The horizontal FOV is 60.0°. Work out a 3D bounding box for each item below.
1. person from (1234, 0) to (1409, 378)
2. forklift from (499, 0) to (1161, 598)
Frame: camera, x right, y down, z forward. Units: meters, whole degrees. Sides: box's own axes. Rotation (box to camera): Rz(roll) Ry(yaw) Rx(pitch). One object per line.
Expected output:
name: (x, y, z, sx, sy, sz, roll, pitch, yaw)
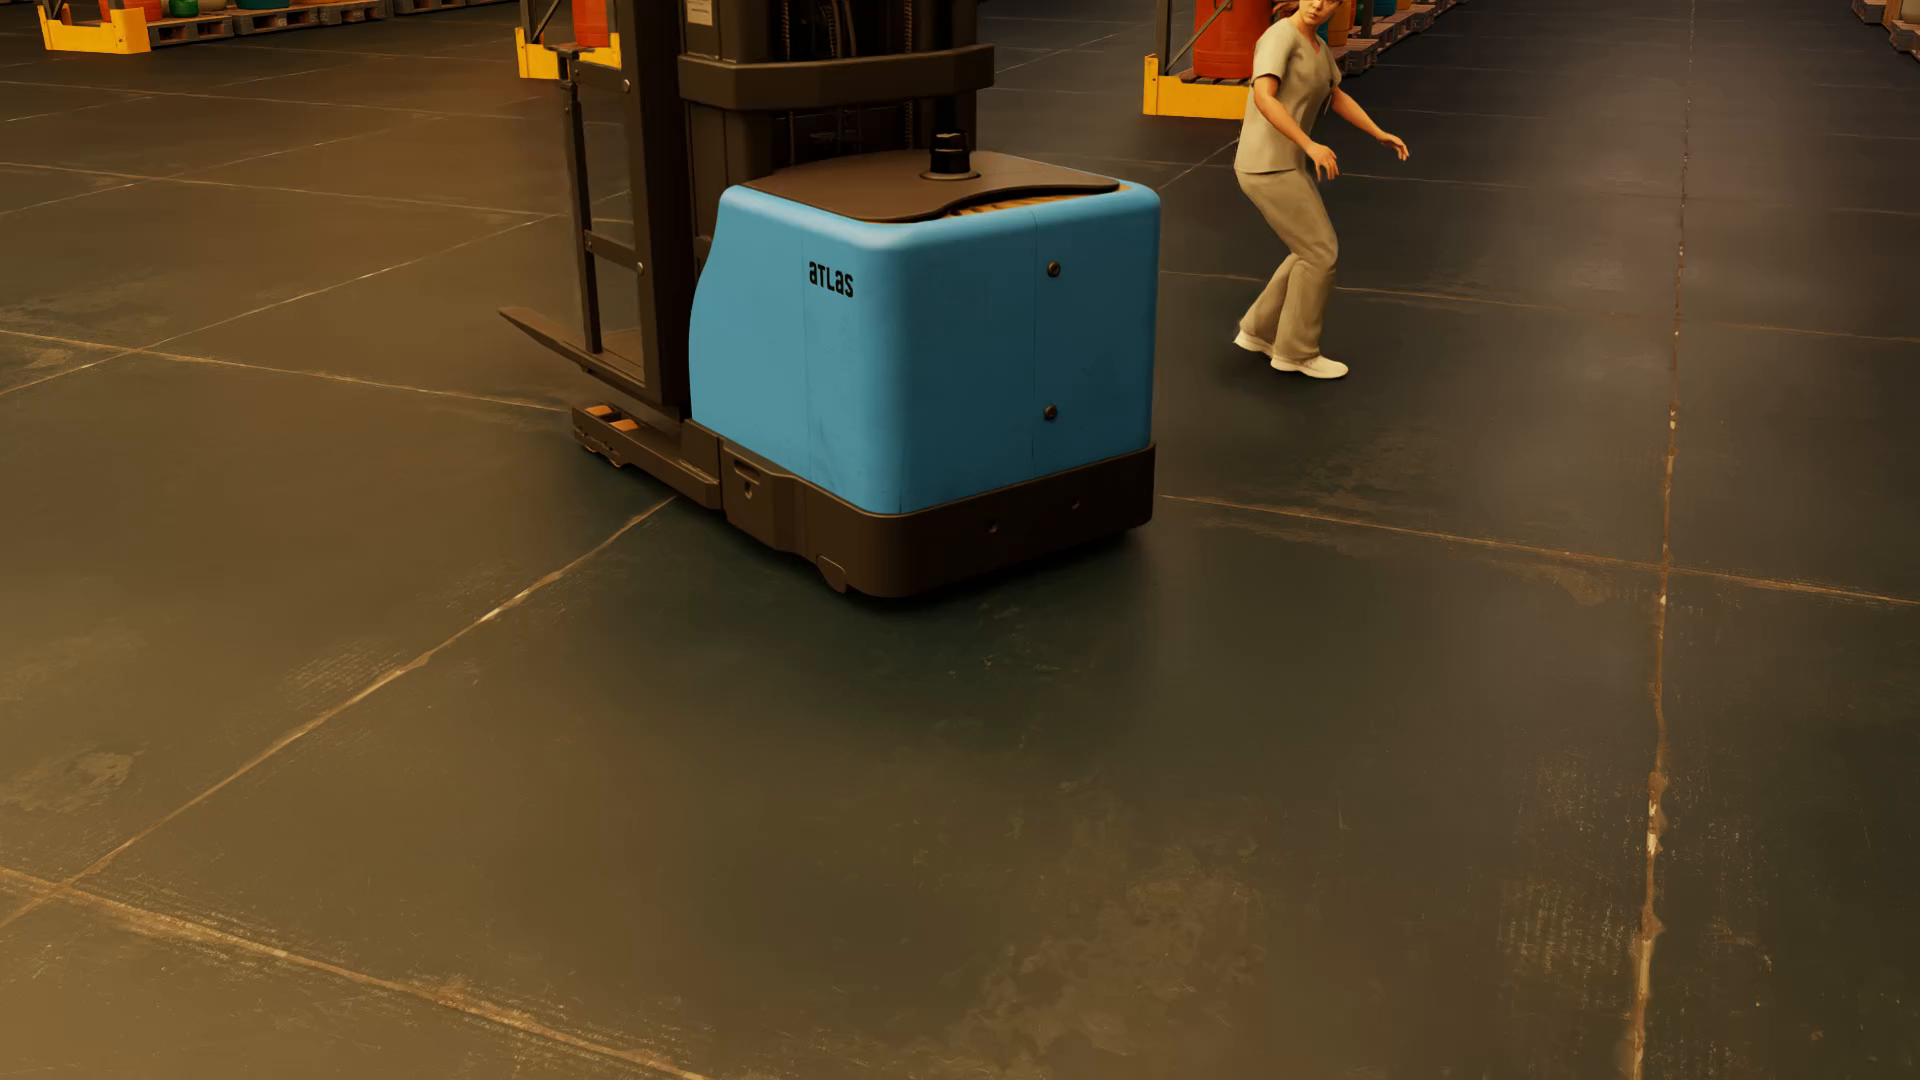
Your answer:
person: (1.389, -1.412, 6.436, 0.622, 1.599, 0.682, 8, 24, 19)
forklift: (-0.700, -1.699, 5.356, 1.130, 2.935, 3.031, -16, 28, -34)
